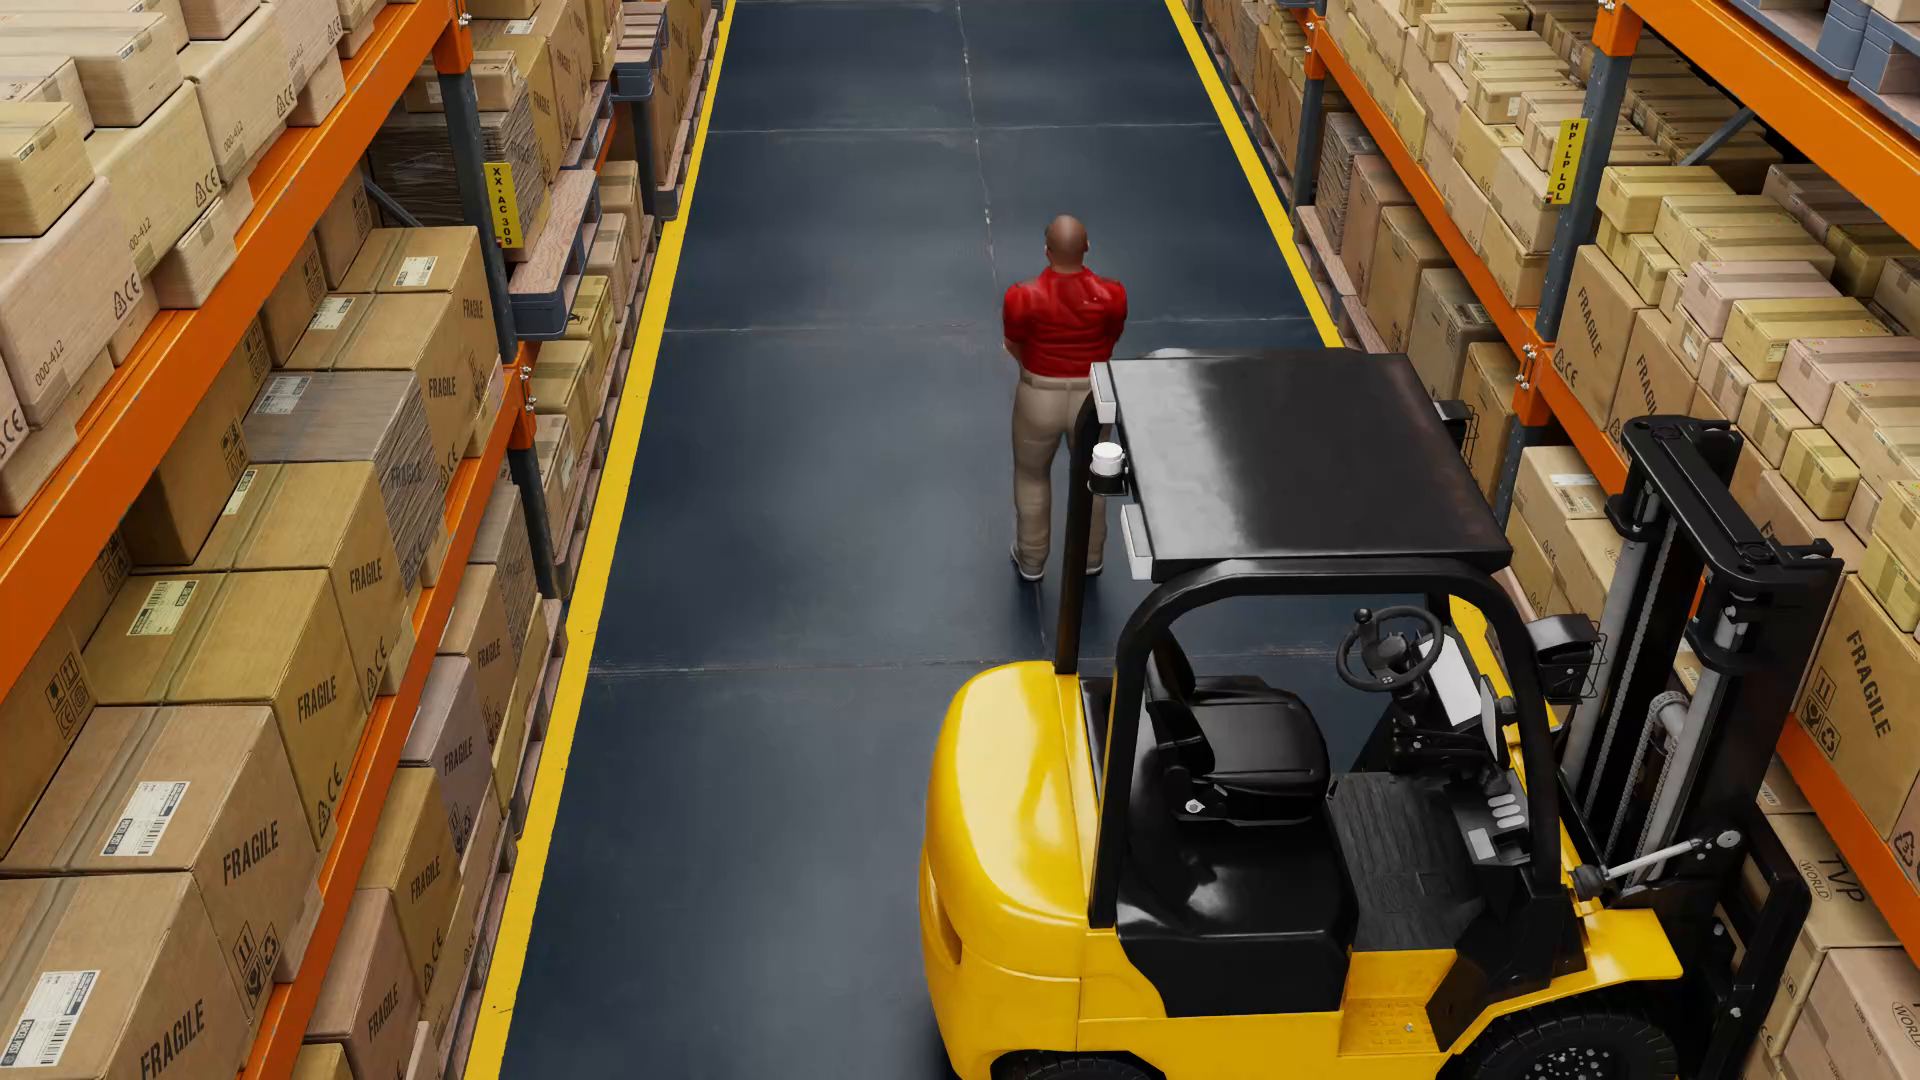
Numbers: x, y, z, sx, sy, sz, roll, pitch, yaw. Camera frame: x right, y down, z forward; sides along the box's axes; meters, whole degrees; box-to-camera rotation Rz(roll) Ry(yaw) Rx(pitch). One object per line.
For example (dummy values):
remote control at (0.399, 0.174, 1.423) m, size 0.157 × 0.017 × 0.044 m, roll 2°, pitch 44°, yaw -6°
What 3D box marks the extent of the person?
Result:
person at (0.420, -0.629, 7.058) m, size 0.498 × 1.725 × 0.525 m, roll -2°, pitch 35°, yaw -2°
